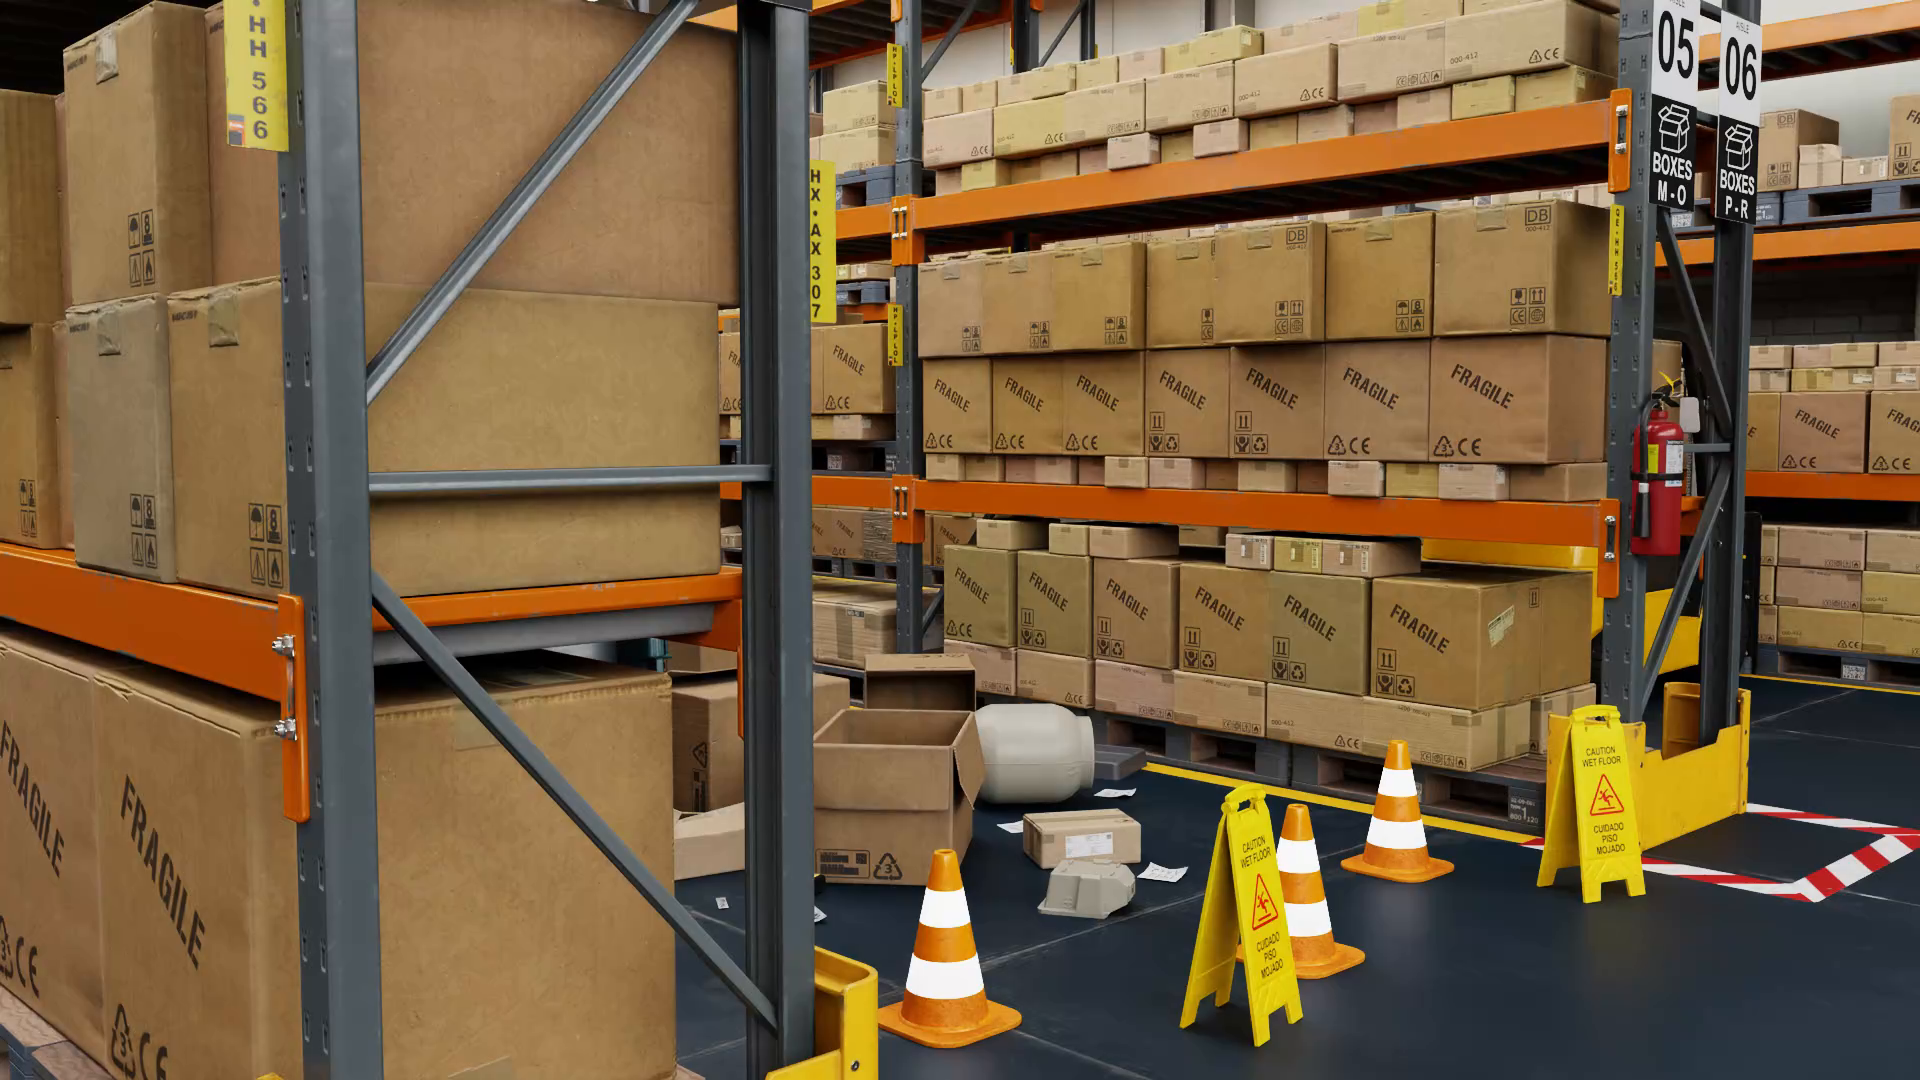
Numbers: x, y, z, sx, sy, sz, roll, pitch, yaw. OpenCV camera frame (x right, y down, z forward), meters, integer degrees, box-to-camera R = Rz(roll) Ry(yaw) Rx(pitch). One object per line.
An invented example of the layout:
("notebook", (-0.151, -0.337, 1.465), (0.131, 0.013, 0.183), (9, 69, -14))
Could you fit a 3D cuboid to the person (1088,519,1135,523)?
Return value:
("person", (1.044, -0.033, 11.639), (0.362, 1.683, 0.436), (-4, 5, -42))
